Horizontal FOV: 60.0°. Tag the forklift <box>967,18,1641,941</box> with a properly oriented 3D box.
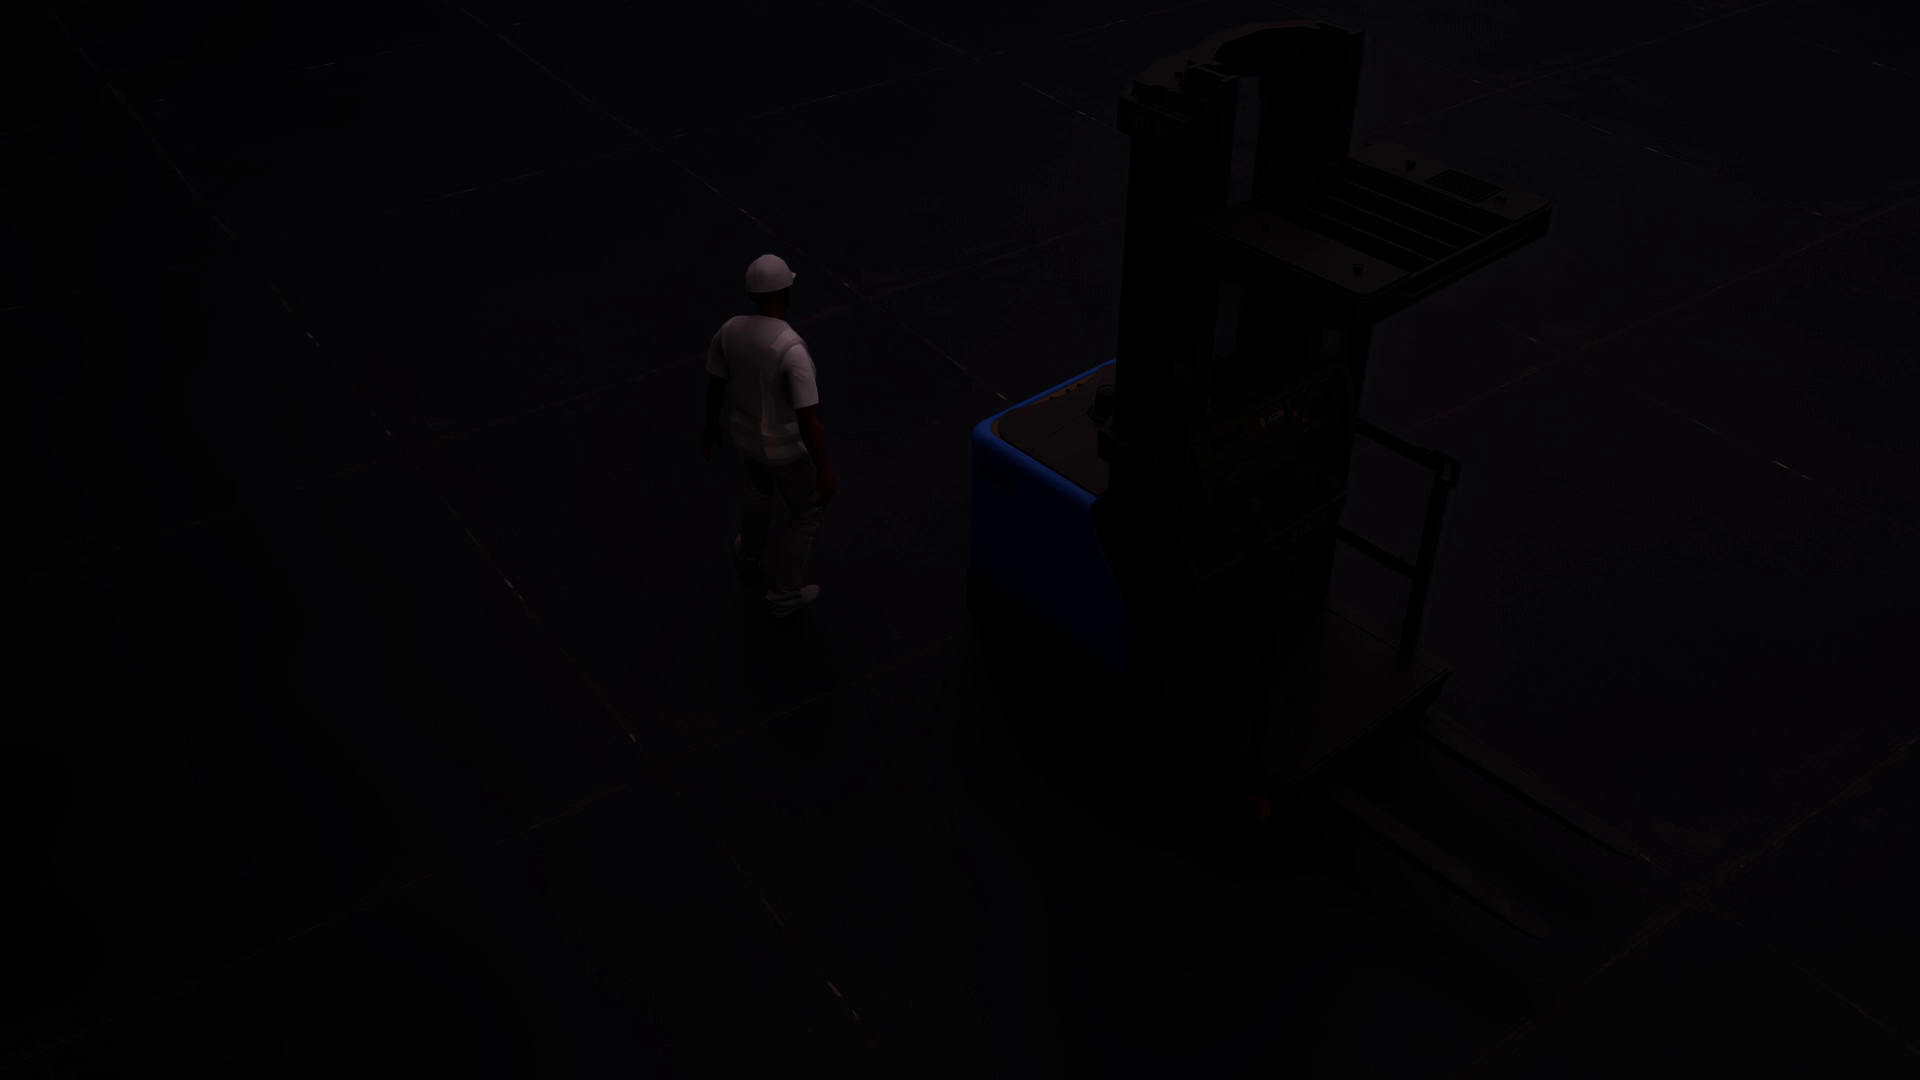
[{"bbox_3d":[1.381,-0.345,6.412,1.130,2.935,3.031,-28,45,-32],"label":"forklift"}]

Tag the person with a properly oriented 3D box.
[{"bbox_3d":[-0.837,-0.468,7.610,0.897,1.733,0.473,29,45,33],"label":"person"}]
